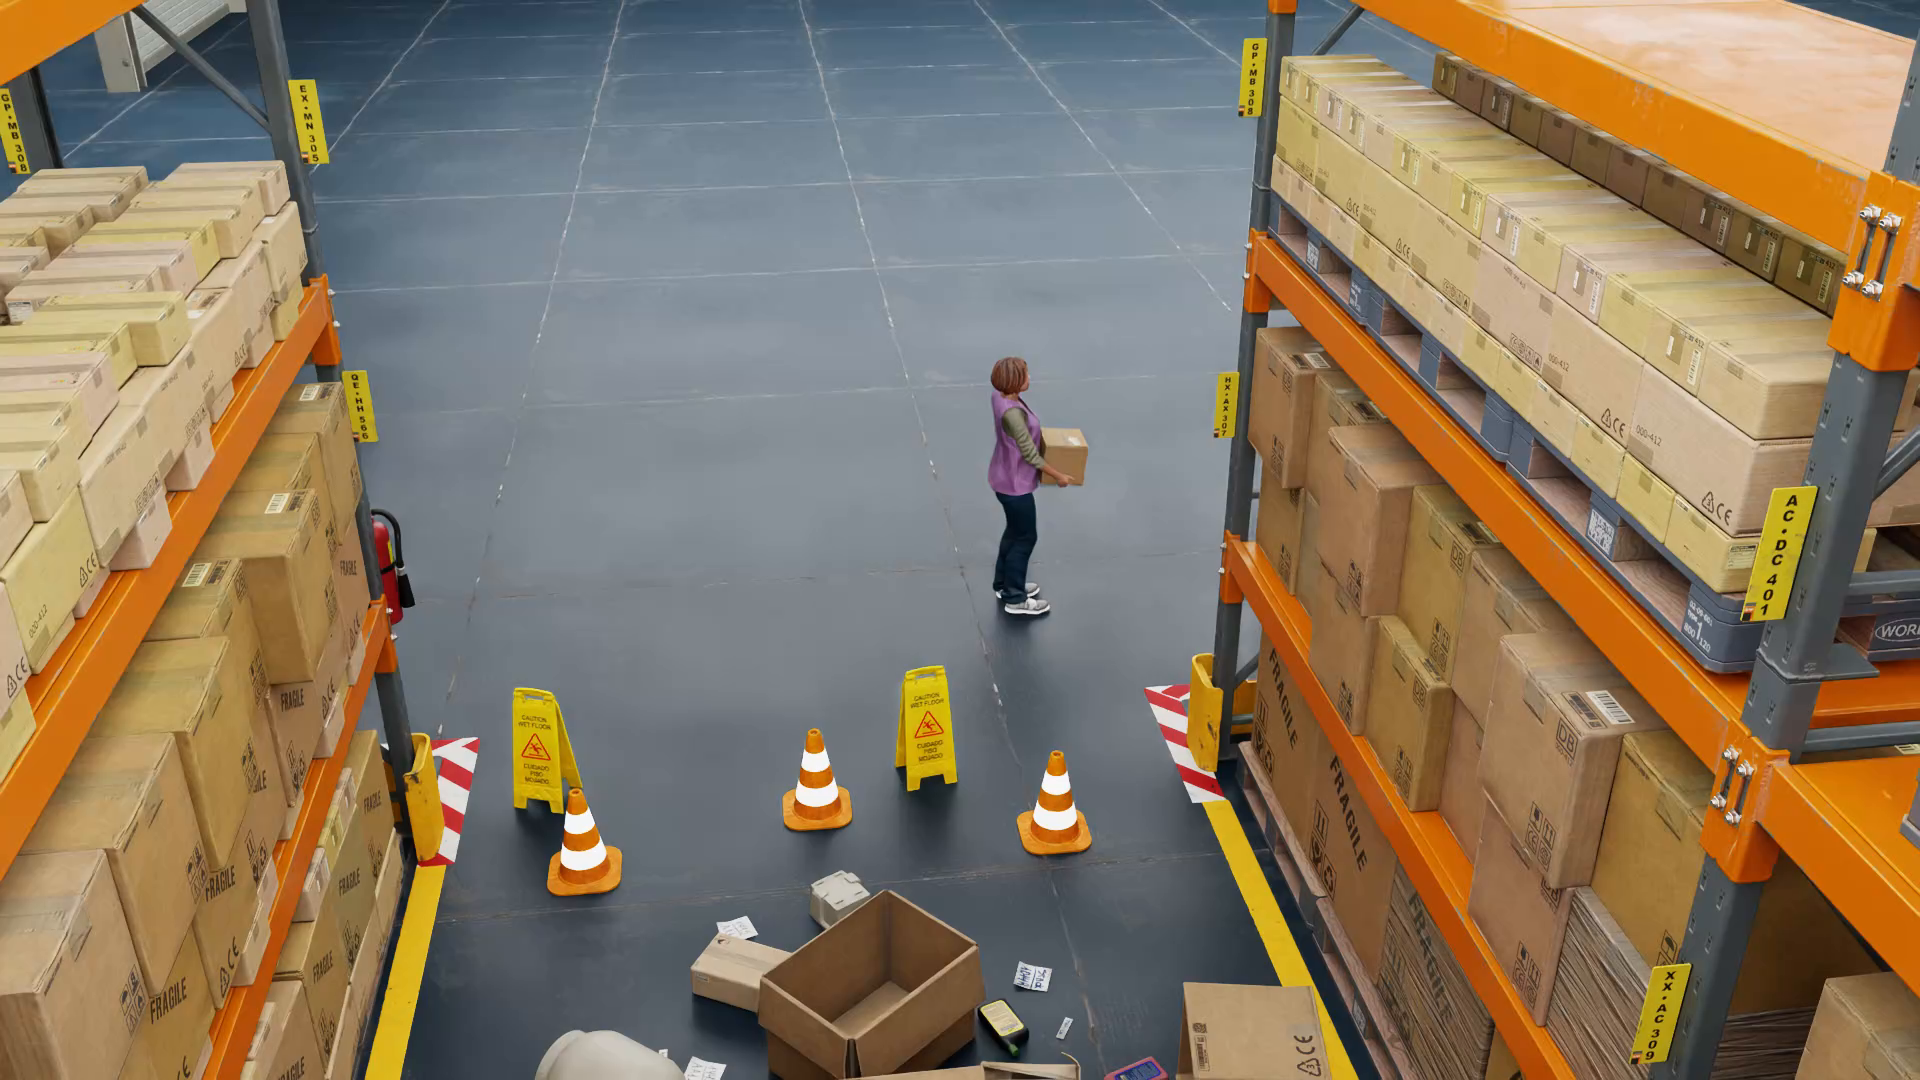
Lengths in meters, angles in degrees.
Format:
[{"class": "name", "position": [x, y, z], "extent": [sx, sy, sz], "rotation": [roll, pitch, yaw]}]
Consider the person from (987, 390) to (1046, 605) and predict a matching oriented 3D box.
[{"class": "person", "position": [0.325, -0.249, 9.747], "extent": [0.323, 1.303, 0.419], "rotation": [-4, 28, -7]}]
